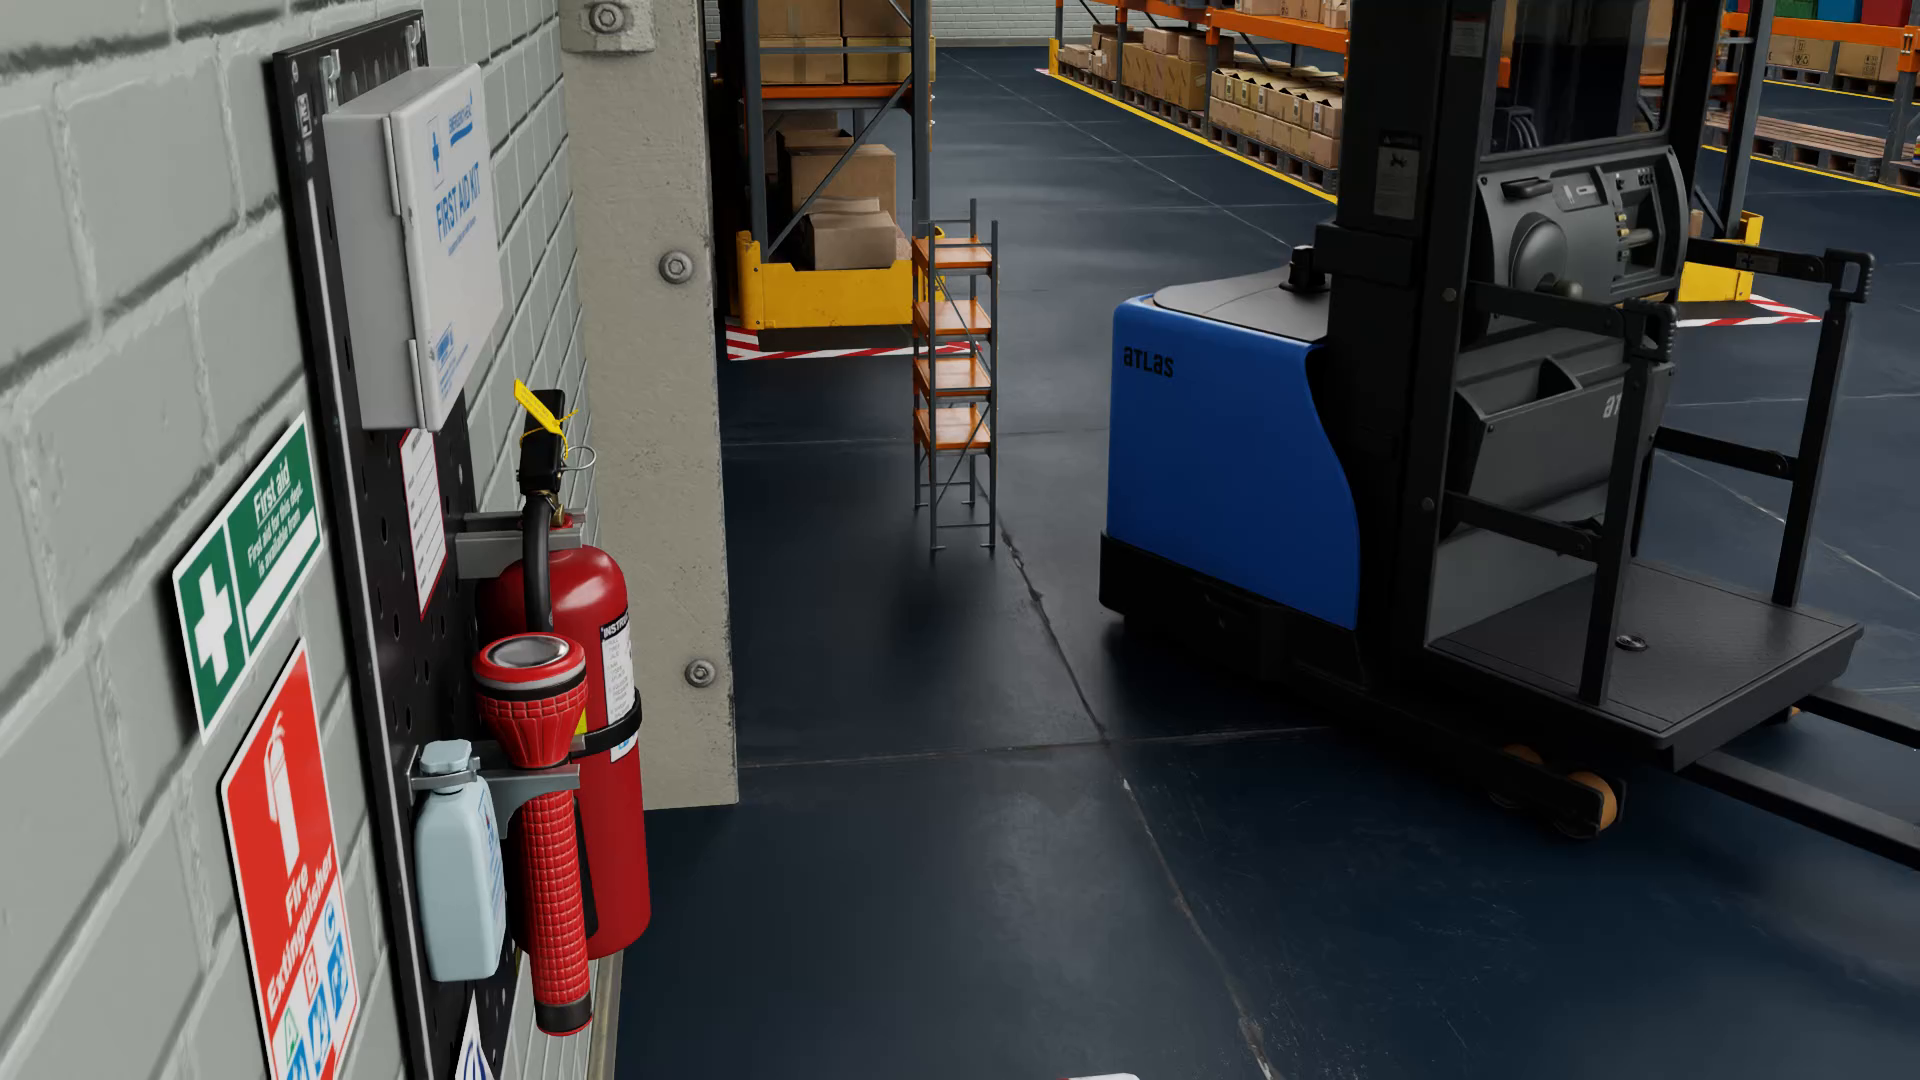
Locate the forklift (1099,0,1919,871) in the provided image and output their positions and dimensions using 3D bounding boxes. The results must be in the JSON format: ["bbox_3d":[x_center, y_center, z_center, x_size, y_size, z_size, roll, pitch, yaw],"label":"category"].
[{"bbox_3d":[1.779,-0.817,4.215,1.130,2.935,3.031,-16,26,-36],"label":"forklift"}]

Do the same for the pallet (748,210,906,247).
[{"bbox_3d":[-0.936,-2.079,11.480,1.003,0.211,1.213,-3,21,-8],"label":"pallet"}]

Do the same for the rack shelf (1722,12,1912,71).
[{"bbox_3d":[8.268,-4.894,16.061,1.077,0.370,4.000,-3,21,-8],"label":"rack shelf"}]

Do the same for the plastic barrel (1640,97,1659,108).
[{"bbox_3d":[7.892,-5.272,18.546,0.600,0.830,0.708,-3,21,-8],"label":"plastic barrel"}]

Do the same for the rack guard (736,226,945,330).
[{"bbox_3d":[-0.682,-1.509,9.543,1.175,0.500,0.348,-3,21,-8],"label":"rack guard"}]

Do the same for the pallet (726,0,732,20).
[{"bbox_3d":[-1.616,-5.093,15.838,1.213,0.211,1.003,-3,21,-8],"label":"pallet"}]

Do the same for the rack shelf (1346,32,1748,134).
[{"bbox_3d":[3.942,-3.261,11.687,1.077,0.370,4.000,-3,21,-8],"label":"rack shelf"}]

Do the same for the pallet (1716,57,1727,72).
[{"bbox_3d":[11.920,-7.364,25.631,1.003,0.211,1.213,-3,21,-8],"label":"pallet"}]

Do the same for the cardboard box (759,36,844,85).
[{"bbox_3d":[-0.930,-2.745,9.465,0.500,0.250,0.500,-3,21,-7],"label":"cardboard box"}]

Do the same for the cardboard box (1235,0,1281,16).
[{"bbox_3d":[3.015,-5.314,16.284,0.500,0.311,0.500,-3,21,-8],"label":"cardboard box"}]

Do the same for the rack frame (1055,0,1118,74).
[{"bbox_3d":[1.924,-8.445,24.540,1.000,3.000,0.127,-3,21,-8],"label":"rack frame"}]

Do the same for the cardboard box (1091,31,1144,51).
[{"bbox_3d":[2.225,-6.747,22.932,0.797,0.503,0.637,-3,21,-8],"label":"cardboard box"}]

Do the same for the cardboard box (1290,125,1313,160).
[{"bbox_3d":[3.236,-3.503,14.638,0.500,0.250,0.500,-3,21,-9],"label":"cardboard box"}]

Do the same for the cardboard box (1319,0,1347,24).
[{"bbox_3d":[3.483,-4.786,14.601,0.500,0.500,0.500,-1,21,-4],"label":"cardboard box"}]

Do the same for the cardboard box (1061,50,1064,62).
[{"bbox_3d":[1.681,-7.075,24.292,0.380,0.166,0.250,-3,21,-8],"label":"cardboard box"}]

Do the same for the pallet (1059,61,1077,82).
[{"bbox_3d":[2.051,-6.836,24.218,1.003,0.211,1.213,-3,21,-8],"label":"pallet"}]

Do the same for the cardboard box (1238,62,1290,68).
[{"bbox_3d":[3.295,-4.882,17.944,0.500,0.500,0.500,-2,21,-5],"label":"cardboard box"}]

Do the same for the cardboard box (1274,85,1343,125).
[{"bbox_3d":[3.161,-3.940,15.006,0.500,0.311,0.500,-3,21,-8],"label":"cardboard box"}]

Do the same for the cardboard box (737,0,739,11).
[{"bbox_3d":[-1.316,-3.977,11.691,0.500,0.500,0.500,-3,21,-8],"label":"cardboard box"}]

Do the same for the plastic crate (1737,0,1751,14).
[{"bbox_3d":[7.910,-5.379,16.238,0.402,0.464,0.583,-3,21,-8],"label":"plastic crate"}]

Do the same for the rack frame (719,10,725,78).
[{"bbox_3d":[-2.977,-8.194,23.867,1.000,3.000,0.127,-3,21,-8],"label":"rack frame"}]

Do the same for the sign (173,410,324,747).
[{"bbox_3d":[-0.459,0.012,1.089,0.001,0.109,0.331,-3,21,-8],"label":"sign"}]

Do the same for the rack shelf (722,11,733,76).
[{"bbox_3d":[-1.536,-4.394,14.723,1.077,0.370,4.000,-3,21,-8],"label":"rack shelf"}]

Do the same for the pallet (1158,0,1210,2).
[{"bbox_3d":[2.792,-6.258,18.959,1.003,0.211,1.213,-3,21,-8],"label":"pallet"}]

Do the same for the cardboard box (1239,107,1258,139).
[{"bbox_3d":[3.017,-4.034,16.059,0.500,0.250,0.500,-3,21,-9],"label":"cardboard box"}]

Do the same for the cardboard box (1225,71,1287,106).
[{"bbox_3d":[2.946,-4.469,16.422,0.500,0.311,0.500,-3,21,-9],"label":"cardboard box"}]

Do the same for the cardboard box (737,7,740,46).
[{"bbox_3d":[-1.392,-3.805,12.301,0.500,0.250,0.500,-3,21,-7],"label":"cardboard box"}]

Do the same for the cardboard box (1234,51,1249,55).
[{"bbox_3d":[3.066,-5.418,19.378,0.500,0.500,0.500,-4,21,-10],"label":"cardboard box"}]

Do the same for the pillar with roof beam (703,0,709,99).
[{"bbox_3d":[0.903,-10.035,20.223,9.100,9.000,0.400,-3,21,-8],"label":"pillar with roof beam"}]

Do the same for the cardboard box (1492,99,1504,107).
[{"bbox_3d":[3.629,-2.854,11.830,0.500,0.500,0.500,-3,21,-8],"label":"cardboard box"}]

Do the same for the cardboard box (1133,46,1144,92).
[{"bbox_3d":[2.417,-5.731,20.218,0.500,0.500,0.500,-3,21,-7],"label":"cardboard box"}]

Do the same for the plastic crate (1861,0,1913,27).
[{"bbox_3d":[8.184,-4.721,14.477,0.402,0.464,0.583,-3,21,-8],"label":"plastic crate"}]

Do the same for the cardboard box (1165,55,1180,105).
[{"bbox_3d":[2.636,-5.201,18.799,0.500,0.500,0.500,-4,21,-10],"label":"cardboard box"}]

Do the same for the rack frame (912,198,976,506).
[{"bbox_3d":[-0.059,-0.704,6.386,0.240,1.200,0.015,-3,21,-8],"label":"rack frame"}]

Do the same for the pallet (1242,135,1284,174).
[{"bbox_3d":[3.330,-3.660,15.715,1.003,0.211,1.213,-3,21,-8],"label":"pallet"}]

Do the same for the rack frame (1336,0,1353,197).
[{"bbox_3d":[3.654,-4.290,13.416,1.000,3.000,0.127,-3,21,-8],"label":"rack frame"}]

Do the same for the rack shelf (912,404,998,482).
[{"bbox_3d":[-0.024,-0.370,6.253,0.258,0.148,0.480,-3,21,-8],"label":"rack shelf"}]

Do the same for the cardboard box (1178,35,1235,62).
[{"bbox_3d":[2.698,-5.393,18.240,0.500,0.250,0.500,-2,21,-6],"label":"cardboard box"}]

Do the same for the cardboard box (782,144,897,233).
[{"bbox_3d":[-0.820,-2.387,11.264,0.700,0.500,0.500,-4,21,-11],"label":"cardboard box"}]

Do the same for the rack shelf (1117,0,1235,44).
[{"bbox_3d":[2.789,-6.031,19.103,1.077,0.370,4.000,-3,21,-8],"label":"rack shelf"}]

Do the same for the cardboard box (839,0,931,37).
[{"bbox_3d":[-0.442,-3.125,9.410,0.500,0.500,0.500,-3,21,-8],"label":"cardboard box"}]

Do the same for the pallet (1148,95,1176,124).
[{"bbox_3d":[2.835,-5.051,19.437,1.003,0.211,1.213,-3,21,-8],"label":"pallet"}]

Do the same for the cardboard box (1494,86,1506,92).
[{"bbox_3d":[3.998,-3.227,12.826,0.500,0.500,0.500,-3,21,-8],"label":"cardboard box"}]

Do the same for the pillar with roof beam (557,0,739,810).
[{"bbox_3d":[3.497,-3.803,3.537,9.100,9.000,0.400,-3,21,-8],"label":"pillar with roof beam"}]

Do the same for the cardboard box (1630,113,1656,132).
[{"bbox_3d":[4.299,-2.535,10.974,0.500,0.500,0.500,-3,21,-8],"label":"cardboard box"}]

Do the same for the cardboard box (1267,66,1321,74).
[{"bbox_3d":[3.397,-4.677,16.981,0.500,0.311,0.500,-2,21,-6],"label":"cardboard box"}]

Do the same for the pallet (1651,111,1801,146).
[{"bbox_3d":[8.053,-4.347,17.553,1.003,0.211,1.213,-3,21,-8],"label":"pallet"}]

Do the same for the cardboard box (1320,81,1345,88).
[{"bbox_3d":[3.618,-4.149,15.567,0.500,0.311,0.500,-2,21,-6],"label":"cardboard box"}]

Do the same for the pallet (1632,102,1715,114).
[{"bbox_3d":[7.825,-4.888,19.002,1.003,0.211,1.213,-3,21,-8],"label":"pallet"}]

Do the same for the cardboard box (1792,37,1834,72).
[{"bbox_3d":[12.288,-6.992,23.087,0.875,0.875,0.875,-3,21,-8],"label":"cardboard box"}]

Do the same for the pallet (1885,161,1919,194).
[{"bbox_3d":[8.612,-2.998,13.941,1.003,0.211,1.213,-3,21,-8],"label":"pallet"}]

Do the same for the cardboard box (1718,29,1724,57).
[{"bbox_3d":[11.899,-7.927,25.590,0.875,0.875,0.875,-3,21,-8],"label":"cardboard box"}]

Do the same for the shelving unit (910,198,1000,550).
[{"bbox_3d":[-0.024,-0.619,6.160,0.258,1.200,0.503,-3,21,-8],"label":"shelving unit"}]

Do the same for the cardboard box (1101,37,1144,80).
[{"bbox_3d":[2.138,-6.278,21.682,0.500,0.500,0.500,-3,21,-8],"label":"cardboard box"}]

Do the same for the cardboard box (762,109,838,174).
[{"bbox_3d":[-1.370,-3.328,13.784,0.700,0.500,0.500,-2,21,-6],"label":"cardboard box"}]

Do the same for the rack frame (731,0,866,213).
[{"bbox_3d":[-1.247,-4.039,12.743,1.000,3.000,0.127,-3,21,-8],"label":"rack frame"}]
